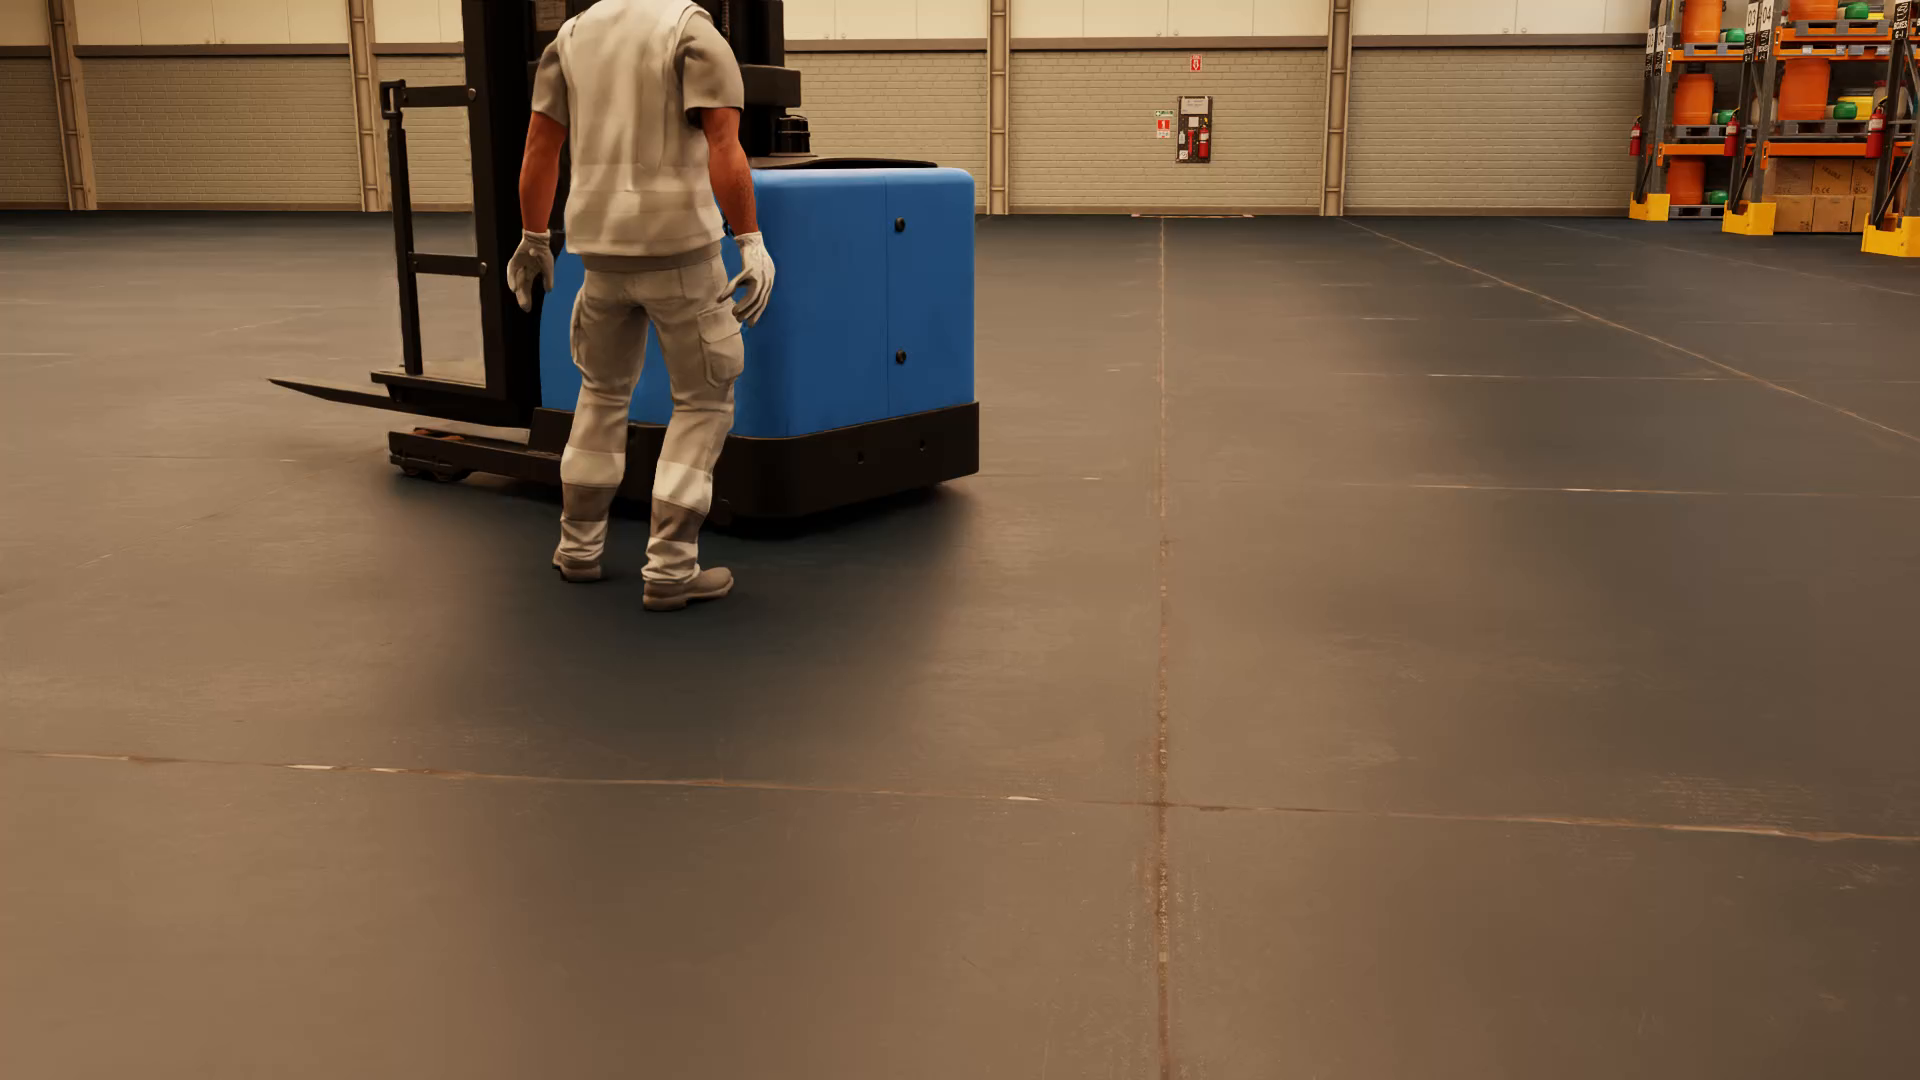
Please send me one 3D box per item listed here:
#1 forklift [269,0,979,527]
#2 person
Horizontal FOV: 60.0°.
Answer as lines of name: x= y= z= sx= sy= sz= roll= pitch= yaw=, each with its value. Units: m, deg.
forklift: x=-1.412 y=-1.713 z=5.835 sx=3.031 sy=2.935 sz=1.130 roll=10 pitch=16 yaw=37
person: x=-0.781 y=-0.725 z=4.212 sx=0.864 sy=1.747 sz=0.437 roll=7 pitch=15 yaw=26
